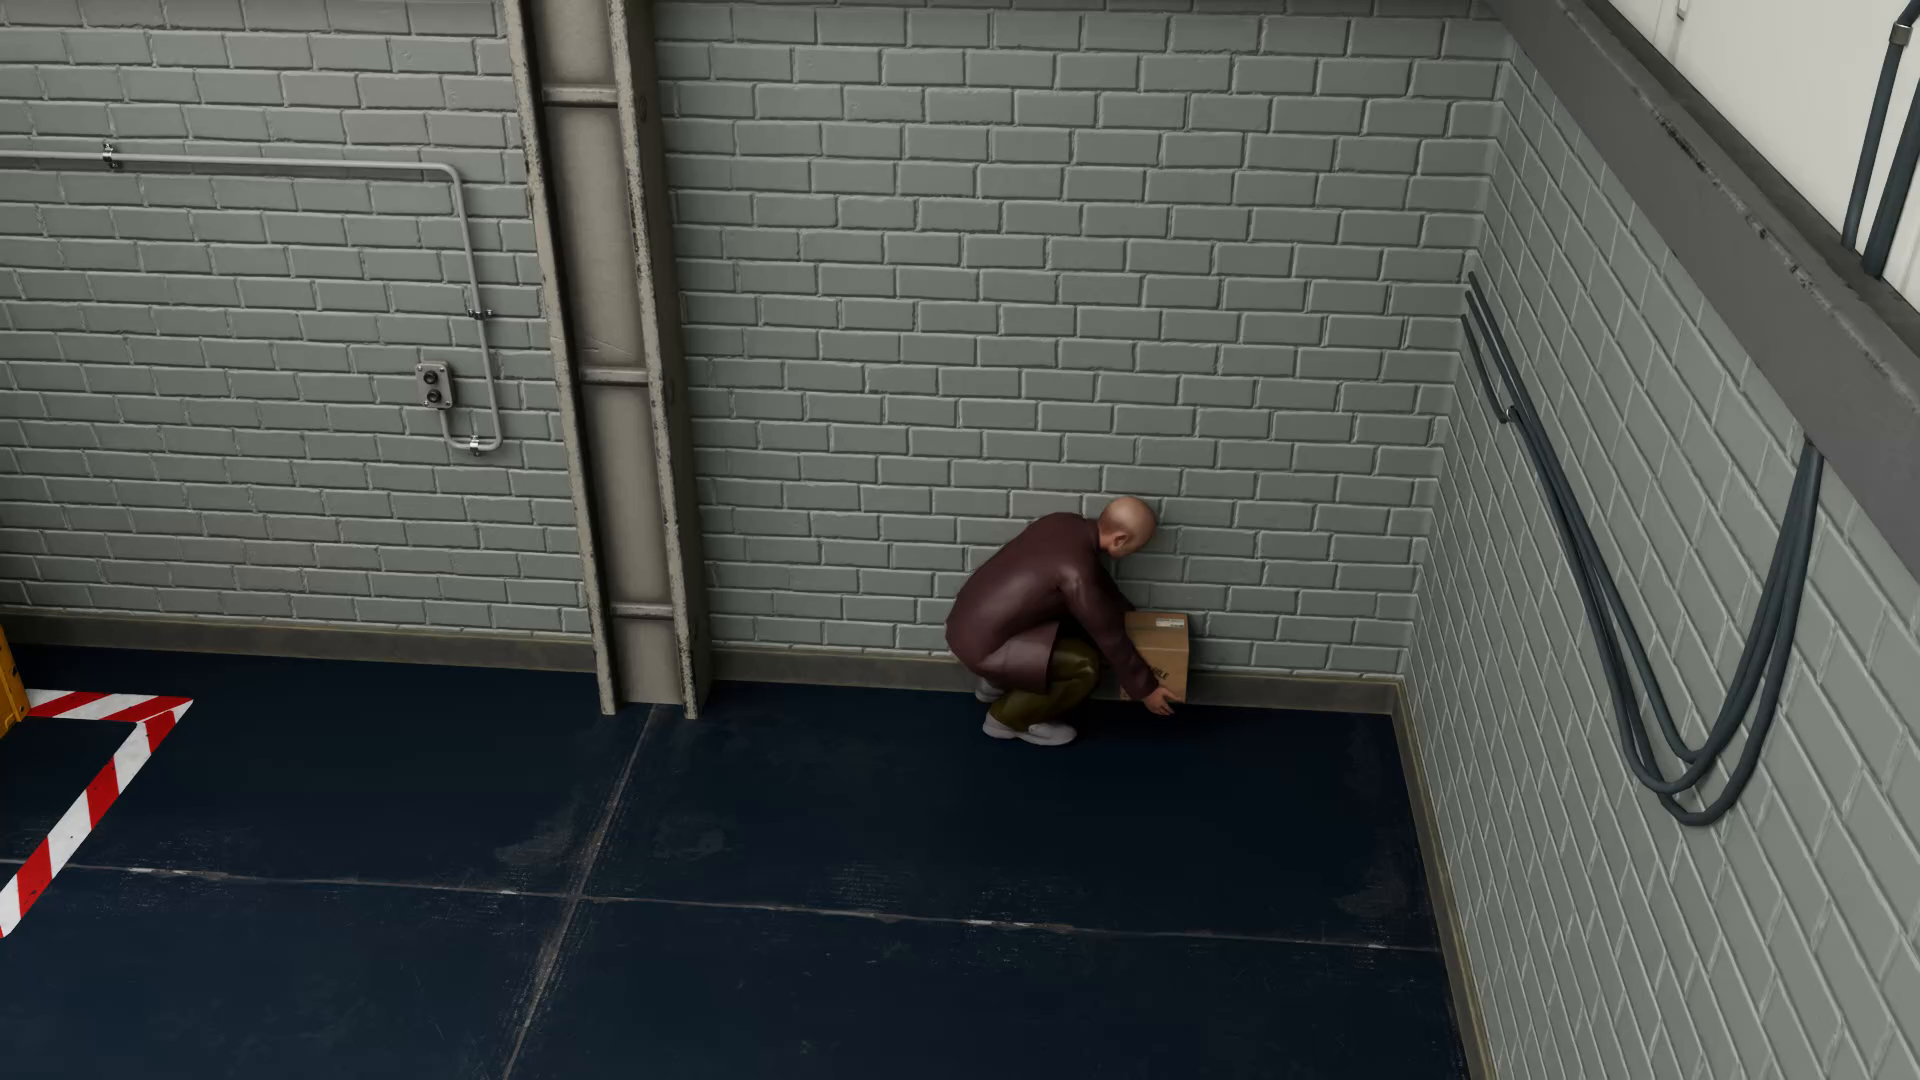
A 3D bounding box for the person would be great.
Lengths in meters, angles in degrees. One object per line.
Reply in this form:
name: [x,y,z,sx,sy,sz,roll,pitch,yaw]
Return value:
person: [0.404,0.293,6.423,0.926,1.001,0.583,2,32,3]
